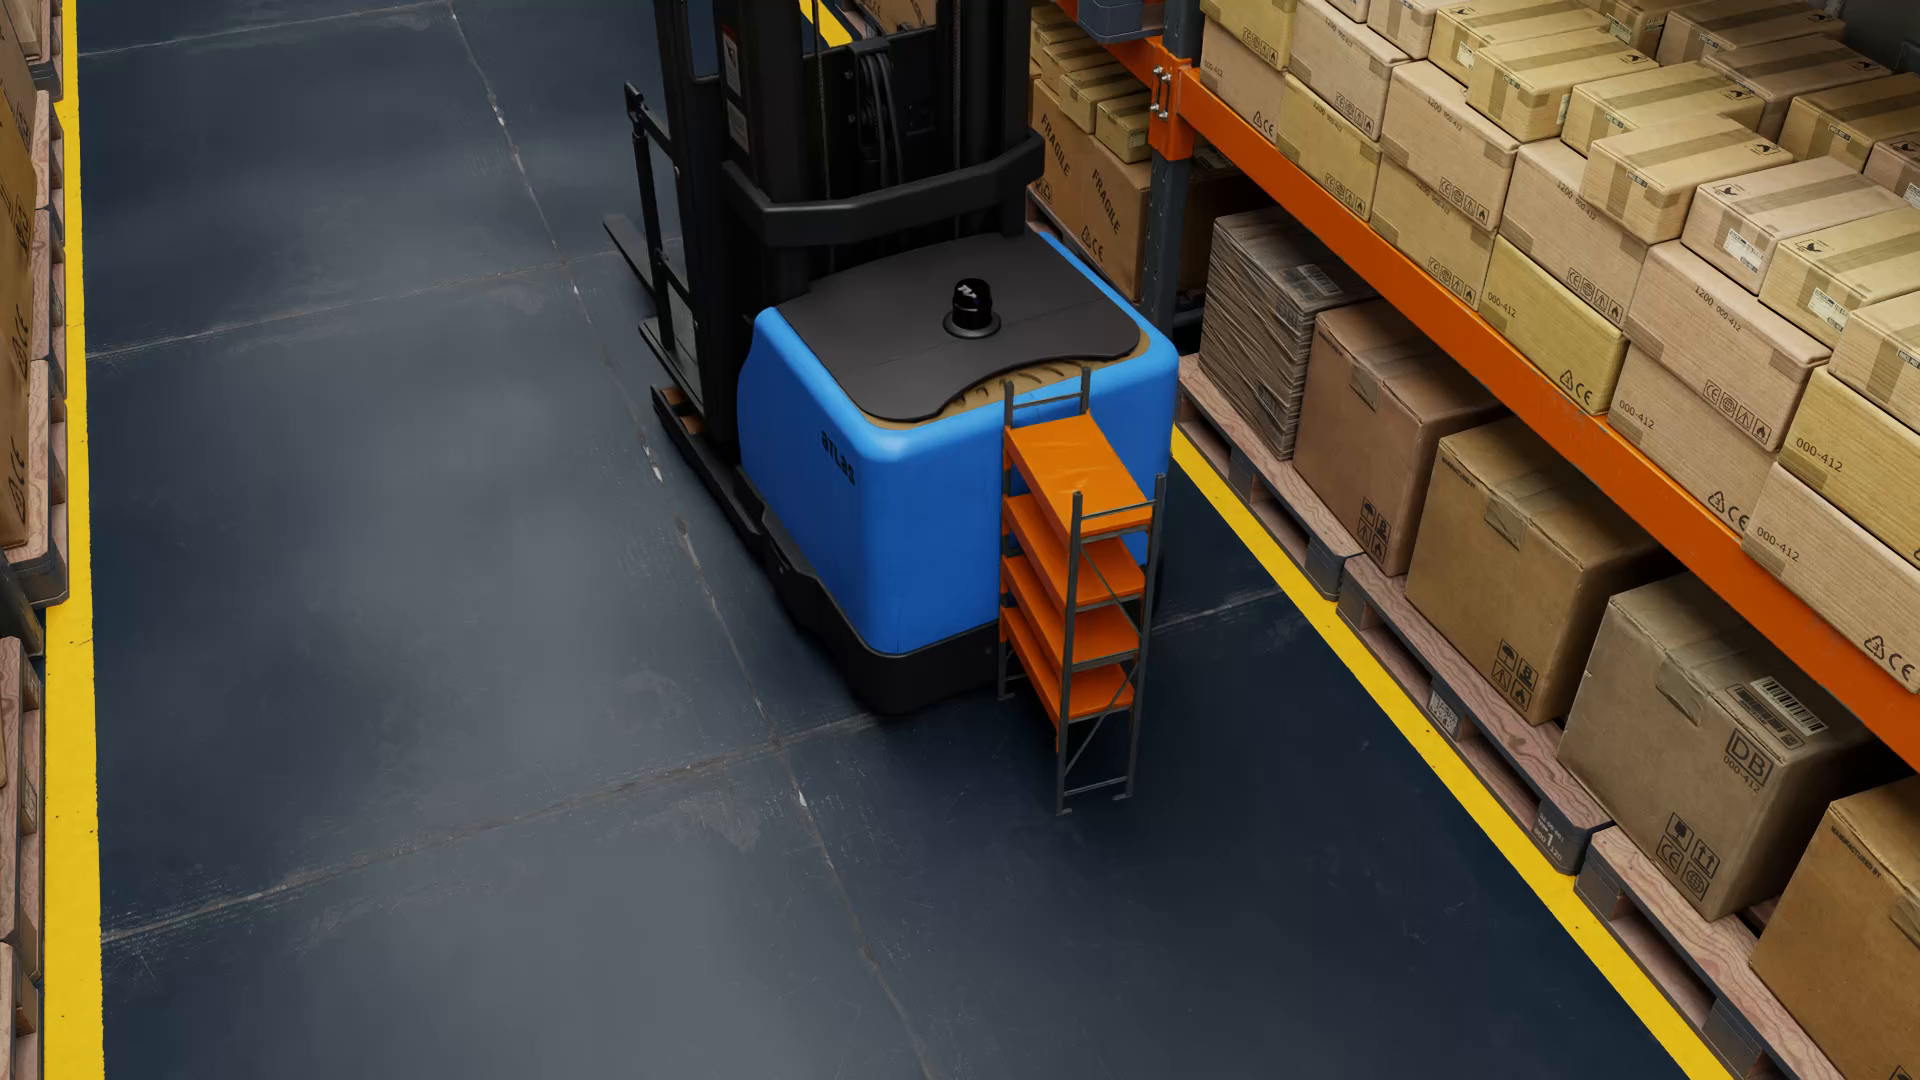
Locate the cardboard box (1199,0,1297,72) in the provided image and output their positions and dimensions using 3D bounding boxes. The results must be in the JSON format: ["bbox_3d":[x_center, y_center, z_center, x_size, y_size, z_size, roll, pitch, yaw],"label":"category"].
[{"bbox_3d":[1.094,-1.714,5.174,0.500,0.250,0.500,-15,43,-17],"label":"cardboard box"}]

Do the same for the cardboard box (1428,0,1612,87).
[{"bbox_3d":[1.484,-1.327,4.418,0.380,0.149,0.250,-15,43,-16],"label":"cardboard box"}]

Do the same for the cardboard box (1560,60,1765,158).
[{"bbox_3d":[1.715,-1.026,4.069,0.380,0.149,0.250,-15,43,-17],"label":"cardboard box"}]

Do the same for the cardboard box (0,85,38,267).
[{"bbox_3d":[-4.278,-1.542,6.551,0.875,0.875,0.875,-14,43,-16],"label":"cardboard box"}]

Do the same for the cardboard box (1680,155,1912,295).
[{"bbox_3d":[1.851,-0.703,3.692,0.380,0.149,0.250,-15,43,-16],"label":"cardboard box"}]

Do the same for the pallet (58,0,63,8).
[{"bbox_3d":[-5.631,-3.241,9.357,1.003,0.211,1.213,-15,43,-17],"label":"pallet"}]

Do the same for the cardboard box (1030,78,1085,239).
[{"bbox_3d":[0.631,-1.632,6.943,0.500,0.500,0.500,-16,43,-17],"label":"cardboard box"}]

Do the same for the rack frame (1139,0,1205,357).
[{"bbox_3d":[1.173,-1.916,5.677,1.000,3.000,0.127,-15,43,-17],"label":"rack frame"}]

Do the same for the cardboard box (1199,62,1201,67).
[{"bbox_3d":[1.185,-1.932,6.793,0.380,0.149,0.250,-14,43,-16],"label":"cardboard box"}]

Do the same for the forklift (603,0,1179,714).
[{"bbox_3d":[-0.492,-1.538,5.291,1.130,2.935,3.031,-19,44,-21],"label":"forklift"}]

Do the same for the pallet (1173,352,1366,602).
[{"bbox_3d":[1.452,-0.353,5.998,1.003,0.211,1.213,-15,43,-17],"label":"pallet"}]

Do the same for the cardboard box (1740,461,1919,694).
[{"bbox_3d":[2.072,0.011,3.551,0.500,0.250,0.500,-15,43,-17],"label":"cardboard box"}]

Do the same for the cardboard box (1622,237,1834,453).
[{"bbox_3d":[1.886,-0.488,3.749,0.500,0.250,0.500,-14,43,-16],"label":"cardboard box"}]

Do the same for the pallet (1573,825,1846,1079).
[{"bbox_3d":[2.386,1.117,4.289,1.003,0.211,1.213,-15,43,-17],"label":"pallet"}]

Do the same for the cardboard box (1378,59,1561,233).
[{"bbox_3d":[1.491,-1.098,4.458,0.500,0.250,0.500,-16,43,-18],"label":"cardboard box"}]

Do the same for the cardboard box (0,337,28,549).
[{"bbox_3d":[-3.599,-0.465,5.298,0.875,0.875,0.875,-15,43,-17],"label":"cardboard box"}]

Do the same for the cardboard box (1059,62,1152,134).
[{"bbox_3d":[0.617,-1.764,6.598,0.380,0.149,0.250,-17,44,-19],"label":"cardboard box"}]

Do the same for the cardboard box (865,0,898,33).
[{"bbox_3d":[-0.167,-2.871,8.383,0.500,0.500,0.500,-16,43,-17],"label":"cardboard box"}]

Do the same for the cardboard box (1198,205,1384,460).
[{"bbox_3d":[1.399,-0.795,5.873,0.875,0.625,0.625,-14,43,-16],"label":"cardboard box"}]

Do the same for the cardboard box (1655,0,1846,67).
[{"bbox_3d":[2.090,-1.316,4.406,0.380,0.149,0.250,-16,43,-18],"label":"cardboard box"}]

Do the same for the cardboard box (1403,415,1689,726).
[{"bbox_3d":[1.914,0.002,4.946,0.875,0.625,0.625,-17,43,-19],"label":"cardboard box"}]

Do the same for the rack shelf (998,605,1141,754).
[{"bbox_3d":[0.310,0.370,4.807,0.258,0.148,0.480,-12,42,-14],"label":"rack shelf"}]

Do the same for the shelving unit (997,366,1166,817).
[{"bbox_3d":[0.311,0.168,4.634,0.258,1.200,0.503,-12,42,-14],"label":"shelving unit"}]

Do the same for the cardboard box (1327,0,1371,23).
[{"bbox_3d":[1.248,-1.625,4.765,0.380,0.149,0.250,-14,43,-16],"label":"cardboard box"}]

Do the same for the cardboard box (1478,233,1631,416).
[{"bbox_3d":[1.705,-0.605,4.268,0.500,0.250,0.500,-14,43,-15],"label":"cardboard box"}]

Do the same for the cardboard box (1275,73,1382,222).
[{"bbox_3d":[1.305,-1.226,4.990,0.500,0.250,0.500,-16,43,-18],"label":"cardboard box"}]

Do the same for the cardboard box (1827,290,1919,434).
[{"bbox_3d":[1.984,-0.377,3.314,0.380,0.149,0.250,-16,43,-18],"label":"cardboard box"}]

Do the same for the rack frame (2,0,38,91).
[{"bbox_3d":[-4.942,-3.085,7.036,1.000,3.000,0.127,-15,43,-17],"label":"rack frame"}]

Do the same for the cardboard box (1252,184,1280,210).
[{"bbox_3d":[1.271,-1.451,6.732,0.500,0.500,0.500,-14,43,-15],"label":"cardboard box"}]

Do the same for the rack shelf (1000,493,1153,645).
[{"bbox_3d":[0.311,0.049,4.532,0.258,0.148,0.480,-12,42,-14],"label":"rack shelf"}]

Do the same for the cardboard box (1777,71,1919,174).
[{"bbox_3d":[2.227,-0.985,4.021,0.380,0.149,0.250,-15,43,-16],"label":"cardboard box"}]

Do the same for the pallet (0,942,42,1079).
[{"bbox_3d":[-2.651,1.587,3.742,1.003,0.211,1.213,-15,43,-17],"label":"pallet"}]

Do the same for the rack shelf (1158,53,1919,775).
[{"bbox_3d":[1.938,-0.438,4.510,1.077,0.370,4.000,-15,43,-17],"label":"rack shelf"}]

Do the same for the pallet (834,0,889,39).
[{"bbox_3d":[-0.011,-2.787,8.829,1.003,0.211,1.213,-15,43,-17],"label":"pallet"}]

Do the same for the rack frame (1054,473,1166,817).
[{"bbox_3d":[0.389,0.319,4.459,0.240,1.200,0.015,-12,42,-14],"label":"rack frame"}]

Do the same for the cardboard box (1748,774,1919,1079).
[{"bbox_3d":[2.494,0.924,3.874,0.875,0.625,0.625,-13,42,-15],"label":"cardboard box"}]

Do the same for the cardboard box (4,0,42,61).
[{"bbox_3d":[-5.083,-2.677,8.206,0.875,0.438,0.875,-16,43,-17],"label":"cardboard box"}]

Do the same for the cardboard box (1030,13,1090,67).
[{"bbox_3d":[0.498,-2.104,6.994,0.380,0.149,0.250,-14,43,-16],"label":"cardboard box"}]

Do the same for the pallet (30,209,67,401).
[{"bbox_3d":[-4.106,-0.845,6.571,1.003,0.211,1.213,-15,43,-17],"label":"pallet"}]

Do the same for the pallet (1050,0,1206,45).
[{"bbox_3d":[0.849,-2.234,6.194,1.213,0.211,1.003,-15,43,-17],"label":"pallet"}]
